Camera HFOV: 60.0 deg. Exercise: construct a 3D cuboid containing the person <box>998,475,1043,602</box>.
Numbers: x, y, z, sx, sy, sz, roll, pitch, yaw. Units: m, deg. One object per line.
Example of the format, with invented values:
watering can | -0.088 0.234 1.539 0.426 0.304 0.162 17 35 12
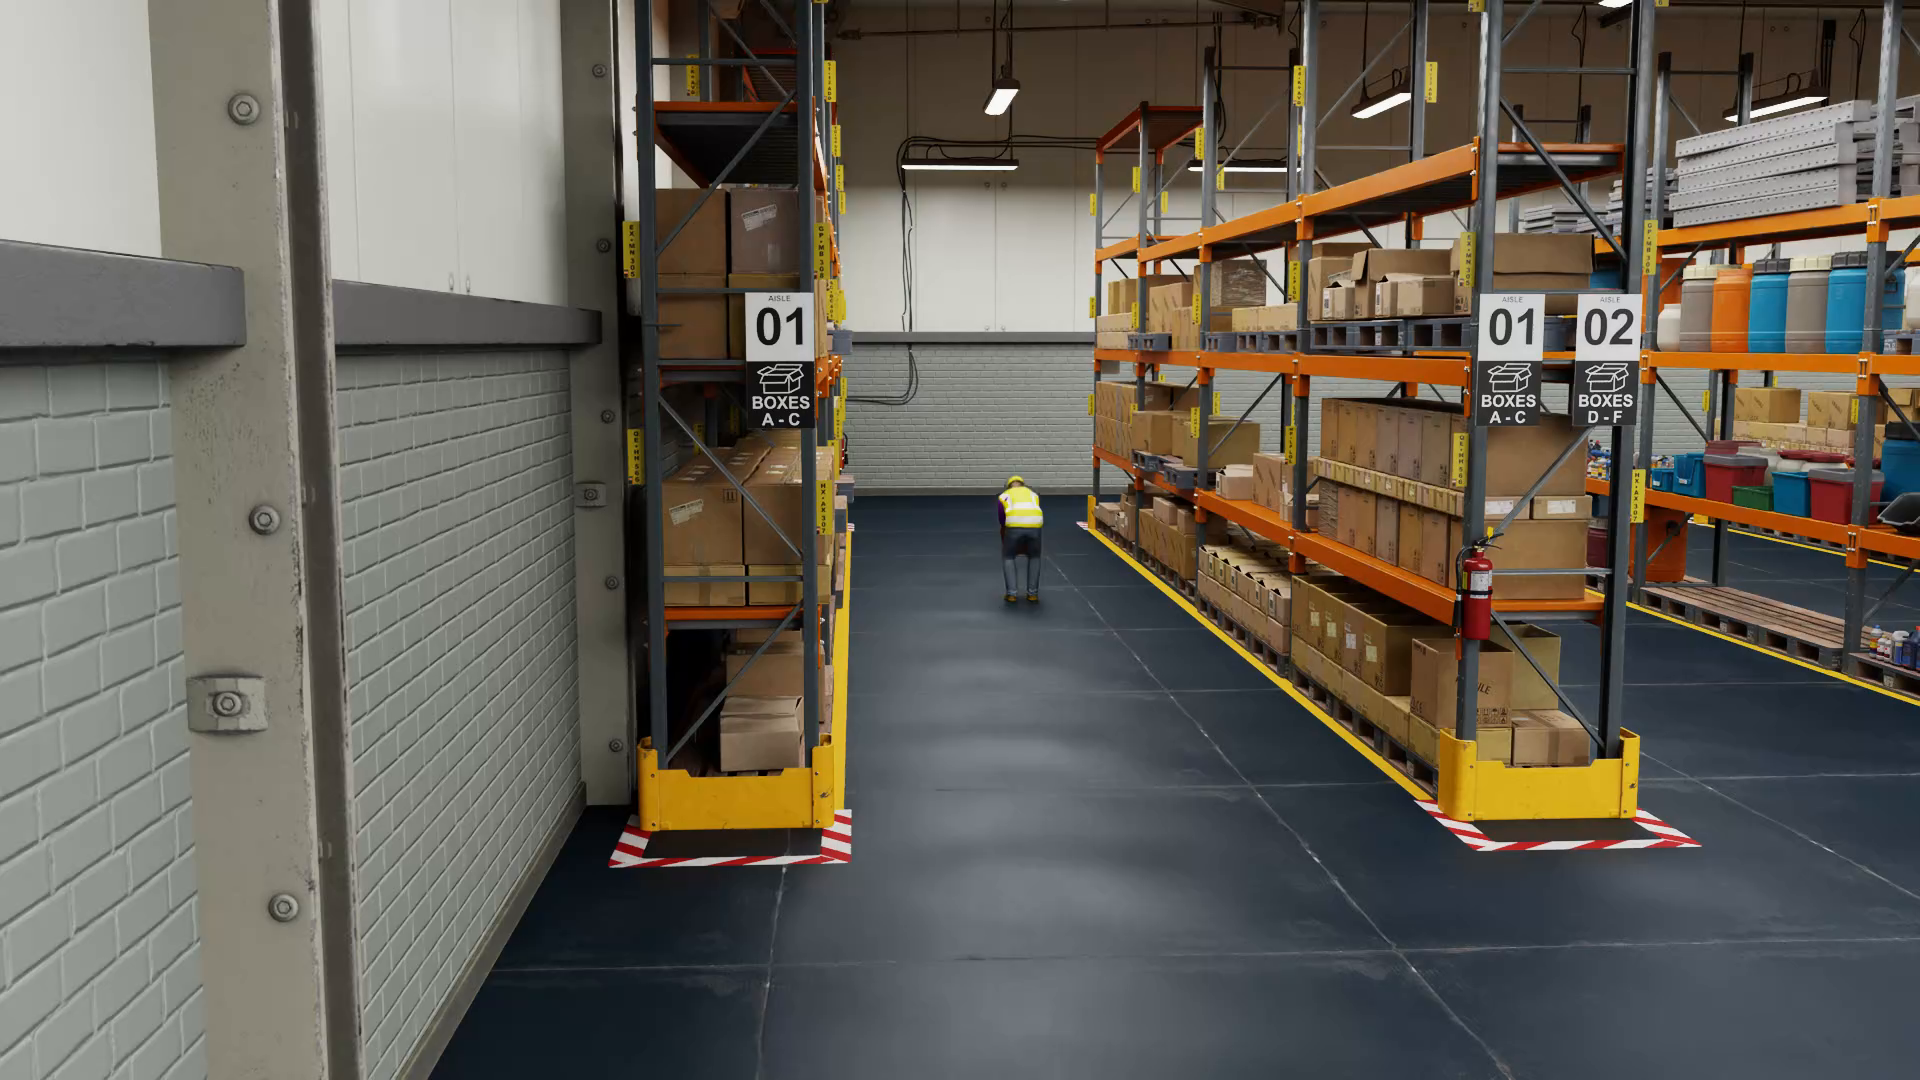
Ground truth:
person | 0.679 -0.024 18.971 0.490 1.376 0.898 -1 7 -6
